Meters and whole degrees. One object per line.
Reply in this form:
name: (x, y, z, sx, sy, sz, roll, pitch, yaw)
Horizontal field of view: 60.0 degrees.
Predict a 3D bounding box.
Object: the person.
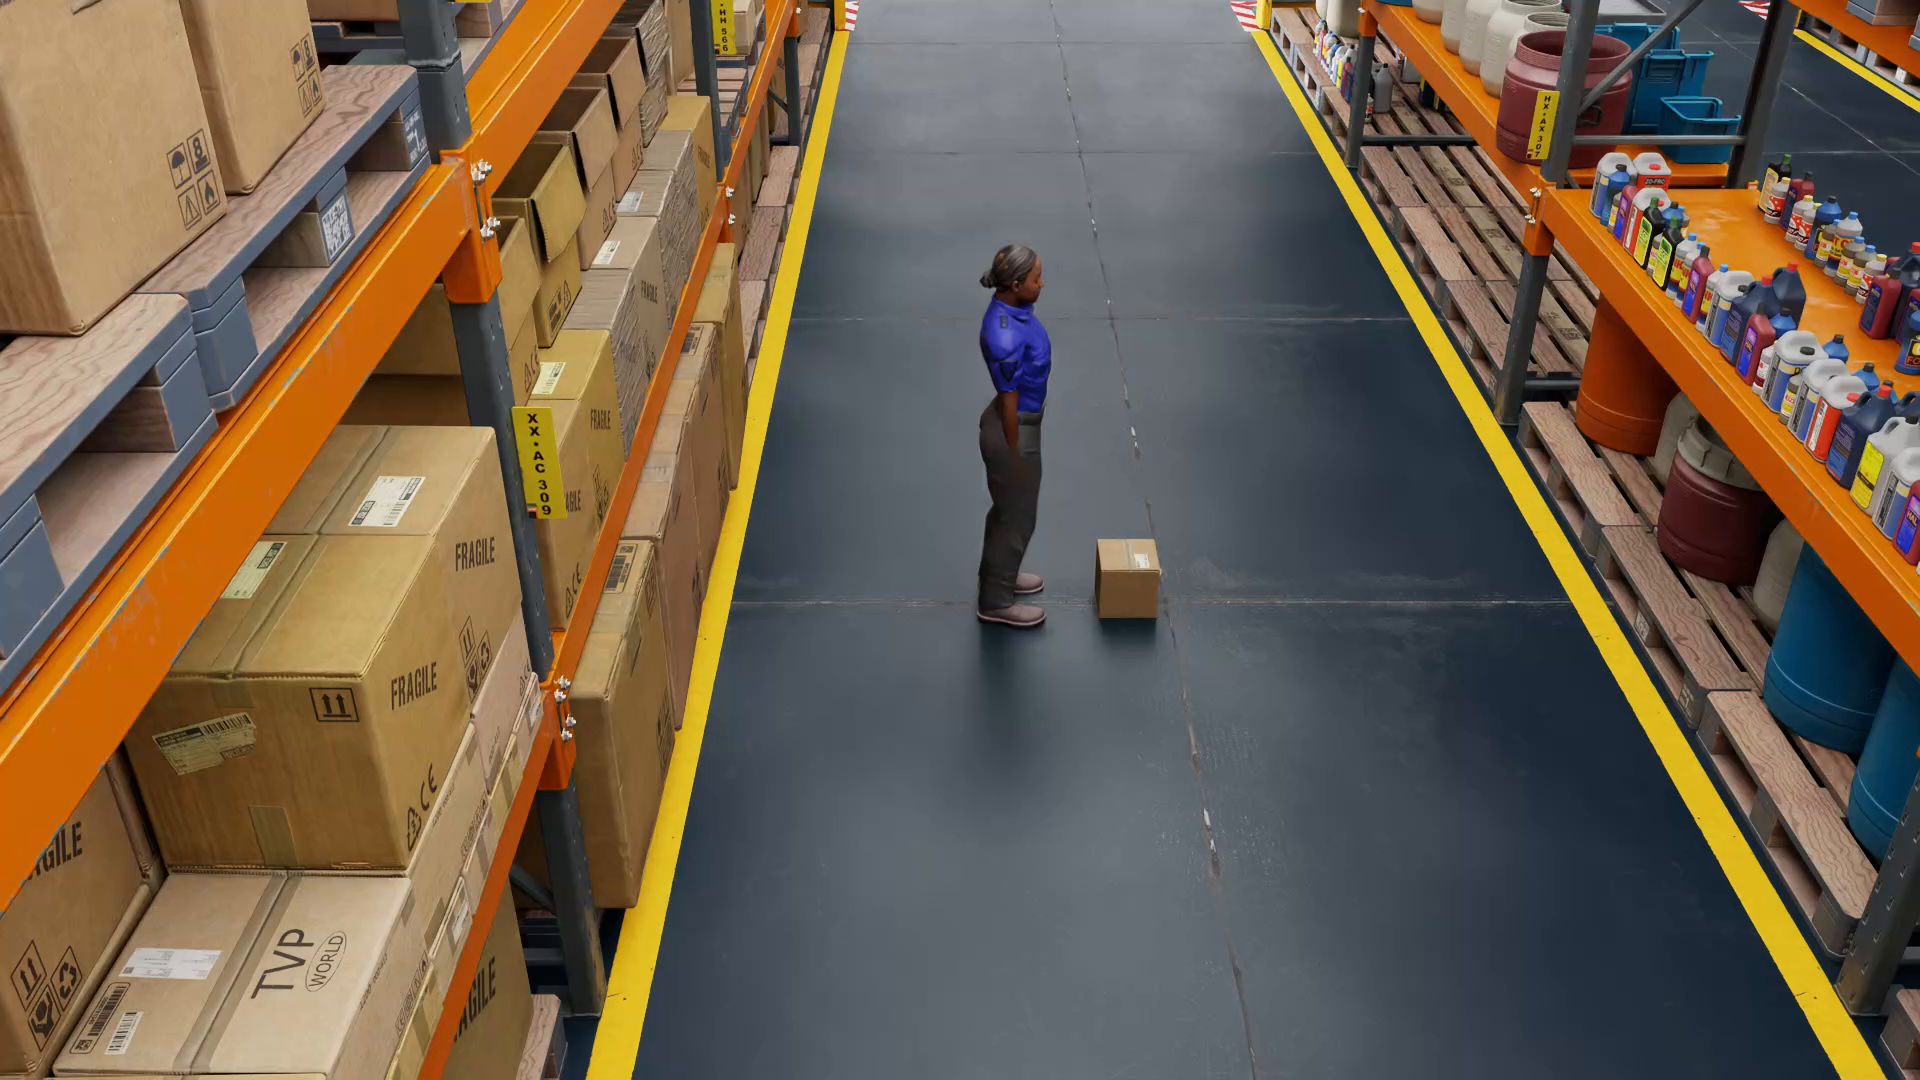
person: (0.224, -0.436, 6.850, 0.299, 1.657, 0.437, 1, 32, 2)
